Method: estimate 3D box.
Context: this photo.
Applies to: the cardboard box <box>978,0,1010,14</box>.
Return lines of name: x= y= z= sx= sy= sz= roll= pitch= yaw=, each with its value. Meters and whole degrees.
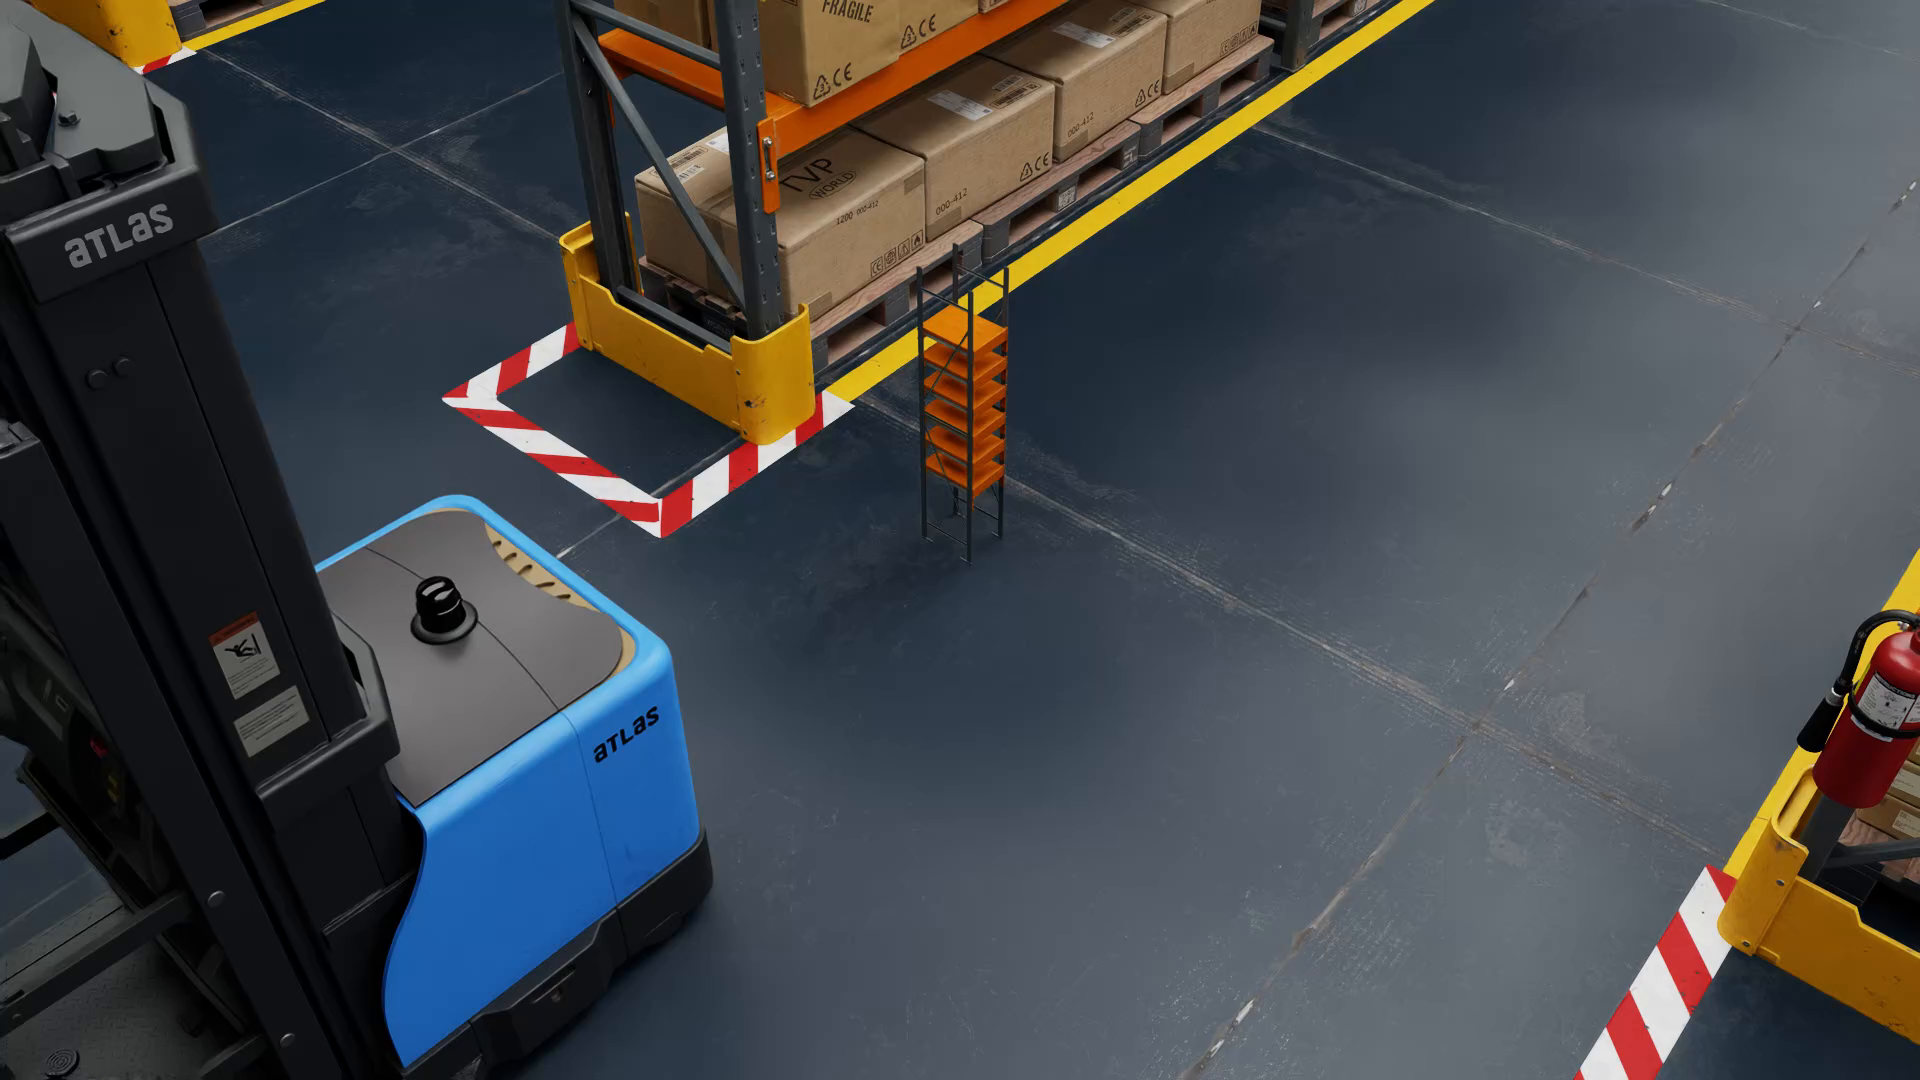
cardboard box: x=0.066 y=-2.510 z=6.707 sx=0.500 sy=0.500 sz=0.500 roll=29 pitch=50 yaw=28

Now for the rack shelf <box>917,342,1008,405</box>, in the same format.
rack shelf: x=0.009 y=-0.596 z=5.723 sx=0.258 sy=0.103 sz=0.180 roll=29 pitch=50 yaw=28

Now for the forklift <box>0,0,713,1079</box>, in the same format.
forklift: x=-2.116 y=0.498 z=3.524 sx=1.130 sy=2.935 sz=3.031 roll=32 pitch=51 yaw=30

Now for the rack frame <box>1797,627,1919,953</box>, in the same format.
rack frame: x=2.746 y=0.267 z=3.727 sx=1.000 sy=3.000 sz=0.127 roll=29 pitch=50 yaw=28

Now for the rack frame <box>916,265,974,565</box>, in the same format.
rack frame: x=-0.050 y=-0.404 z=5.803 sx=0.240 sy=1.200 sz=0.006 roll=29 pitch=50 yaw=28

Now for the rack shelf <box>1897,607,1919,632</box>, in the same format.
rack shelf: x=4.033 y=-0.497 z=5.101 sx=1.077 sy=0.370 sz=4.000 roll=29 pitch=50 yaw=28

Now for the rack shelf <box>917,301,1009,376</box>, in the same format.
rack shelf: x=0.009 y=-0.685 z=5.642 sx=0.258 sy=0.103 sz=0.180 roll=29 pitch=50 yaw=28

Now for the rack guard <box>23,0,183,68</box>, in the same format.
rack guard: x=-4.861 y=-3.085 z=9.272 sx=1.175 sy=0.500 sz=0.348 roll=29 pitch=50 yaw=28

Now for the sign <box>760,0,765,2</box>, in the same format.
sign: x=-0.687 y=-1.930 z=5.441 sx=0.100 sy=0.325 sz=0.005 roll=29 pitch=50 yaw=28

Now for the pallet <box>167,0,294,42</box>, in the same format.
pallet: x=-4.348 y=-3.389 z=9.821 sx=1.003 sy=0.211 sz=1.213 roll=29 pitch=50 yaw=28

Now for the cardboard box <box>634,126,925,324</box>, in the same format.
cardboard box: x=-0.760 y=-1.415 z=7.168 sx=0.875 sy=0.438 sz=0.875 roll=28 pitch=49 yaw=27

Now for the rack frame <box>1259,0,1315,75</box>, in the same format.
rack frame: x=1.466 y=-3.884 z=8.291 sx=1.000 sy=3.000 sz=0.127 roll=29 pitch=50 yaw=28

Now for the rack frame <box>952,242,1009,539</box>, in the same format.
rack frame: x=0.068 y=-0.498 z=5.906 sx=0.240 sy=1.200 sz=0.006 roll=29 pitch=50 yaw=28

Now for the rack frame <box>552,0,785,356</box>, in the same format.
rack frame: x=-1.108 y=-1.824 z=6.026 sx=1.000 sy=3.000 sz=0.127 roll=29 pitch=50 yaw=28

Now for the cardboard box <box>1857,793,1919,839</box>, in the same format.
cardboard box: x=2.925 y=0.805 z=4.942 sx=0.380 sy=0.149 sz=0.250 roll=30 pitch=50 yaw=29

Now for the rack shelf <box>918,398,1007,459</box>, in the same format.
rack shelf: x=0.009 y=-0.419 z=5.884 sx=0.258 sy=0.103 sz=0.180 roll=29 pitch=50 yaw=28

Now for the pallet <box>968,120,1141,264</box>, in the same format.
pallet: x=0.132 y=-1.863 z=8.142 sx=1.003 sy=0.211 sz=1.213 roll=29 pitch=50 yaw=28

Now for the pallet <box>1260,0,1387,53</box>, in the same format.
pallet: x=1.905 y=-3.282 z=9.702 sx=1.003 sy=0.211 sz=1.213 roll=29 pitch=50 yaw=28

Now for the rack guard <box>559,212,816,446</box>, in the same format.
rack guard: x=-1.123 y=-0.887 z=6.854 sx=1.175 sy=0.500 sz=0.348 roll=29 pitch=50 yaw=28

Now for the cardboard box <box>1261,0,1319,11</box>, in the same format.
cardboard box: x=1.804 y=-3.607 z=9.254 sx=0.875 sy=0.875 sz=0.875 roll=31 pitch=51 yaw=30

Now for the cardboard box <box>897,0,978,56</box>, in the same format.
cardboard box: x=-0.275 y=-2.256 z=6.428 sx=0.500 sy=0.500 sz=0.500 roll=29 pitch=50 yaw=28

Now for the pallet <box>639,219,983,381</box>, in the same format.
pallet: x=-0.653 y=-1.238 z=7.455 sx=1.003 sy=0.211 sz=1.213 roll=29 pitch=50 yaw=28

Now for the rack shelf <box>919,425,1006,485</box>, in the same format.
rack shelf: x=0.009 y=-0.330 z=5.965 sx=0.258 sy=0.103 sz=0.180 roll=29 pitch=50 yaw=28

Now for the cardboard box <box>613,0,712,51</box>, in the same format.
cardboard box: x=-1.000 y=-2.224 z=6.392 sx=0.500 sy=0.500 sz=0.500 roll=30 pitch=50 yaw=29

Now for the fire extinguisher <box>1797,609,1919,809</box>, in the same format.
fire extinguisher: x=2.230 y=0.364 z=3.955 sx=0.296 sy=0.674 sz=0.183 roll=29 pitch=50 yaw=28

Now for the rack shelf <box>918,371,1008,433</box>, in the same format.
rack shelf: x=0.009 y=-0.507 z=5.804 sx=0.258 sy=0.103 sz=0.180 roll=29 pitch=50 yaw=28

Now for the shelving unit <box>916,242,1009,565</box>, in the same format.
shelving unit: x=0.009 y=-0.451 z=5.855 sx=0.258 sy=1.200 sz=0.189 roll=29 pitch=50 yaw=28

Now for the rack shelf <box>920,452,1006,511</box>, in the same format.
rack shelf: x=0.009 y=-0.241 z=6.046 sx=0.258 sy=0.103 sz=0.180 roll=29 pitch=50 yaw=28

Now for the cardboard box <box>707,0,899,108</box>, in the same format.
cardboard box: x=-0.579 y=-1.984 z=6.128 sx=0.500 sy=0.500 sz=0.500 roll=29 pitch=50 yaw=28

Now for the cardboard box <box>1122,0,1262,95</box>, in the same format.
cardboard box: x=0.980 y=-2.814 z=8.708 sx=0.875 sy=0.438 sz=0.875 roll=29 pitch=50 yaw=28

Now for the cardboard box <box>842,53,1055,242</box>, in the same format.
cardboard box: x=-0.177 y=-1.889 z=7.691 sx=0.875 sy=0.438 sz=0.875 roll=31 pitch=51 yaw=29

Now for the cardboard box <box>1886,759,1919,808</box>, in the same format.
cardboard box: x=2.867 y=0.661 z=4.879 sx=0.380 sy=0.149 sz=0.250 roll=28 pitch=49 yaw=27

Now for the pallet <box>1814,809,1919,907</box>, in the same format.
pallet: x=3.345 y=0.857 z=5.151 sx=1.003 sy=0.211 sz=1.213 roll=29 pitch=50 yaw=28

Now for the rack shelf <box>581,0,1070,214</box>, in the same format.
rack shelf: x=0.179 y=-2.588 z=7.401 sx=1.077 sy=0.370 sz=4.000 roll=29 pitch=50 yaw=28

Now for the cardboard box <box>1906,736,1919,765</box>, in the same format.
cardboard box: x=2.892 y=0.564 z=4.765 sx=0.380 sy=0.149 sz=0.250 roll=30 pitch=50 yaw=29

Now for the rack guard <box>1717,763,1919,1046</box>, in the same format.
rack guard: x=2.795 y=1.153 z=4.610 sx=1.175 sy=0.500 sz=0.348 roll=29 pitch=50 yaw=28

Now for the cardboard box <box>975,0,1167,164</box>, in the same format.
cardboard box: x=0.404 y=-2.353 z=8.200 sx=0.875 sy=0.438 sz=0.875 roll=28 pitch=49 yaw=27

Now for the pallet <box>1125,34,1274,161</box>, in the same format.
pallet: x=0.917 y=-2.494 z=8.836 sx=1.003 sy=0.211 sz=1.213 roll=29 pitch=50 yaw=28
